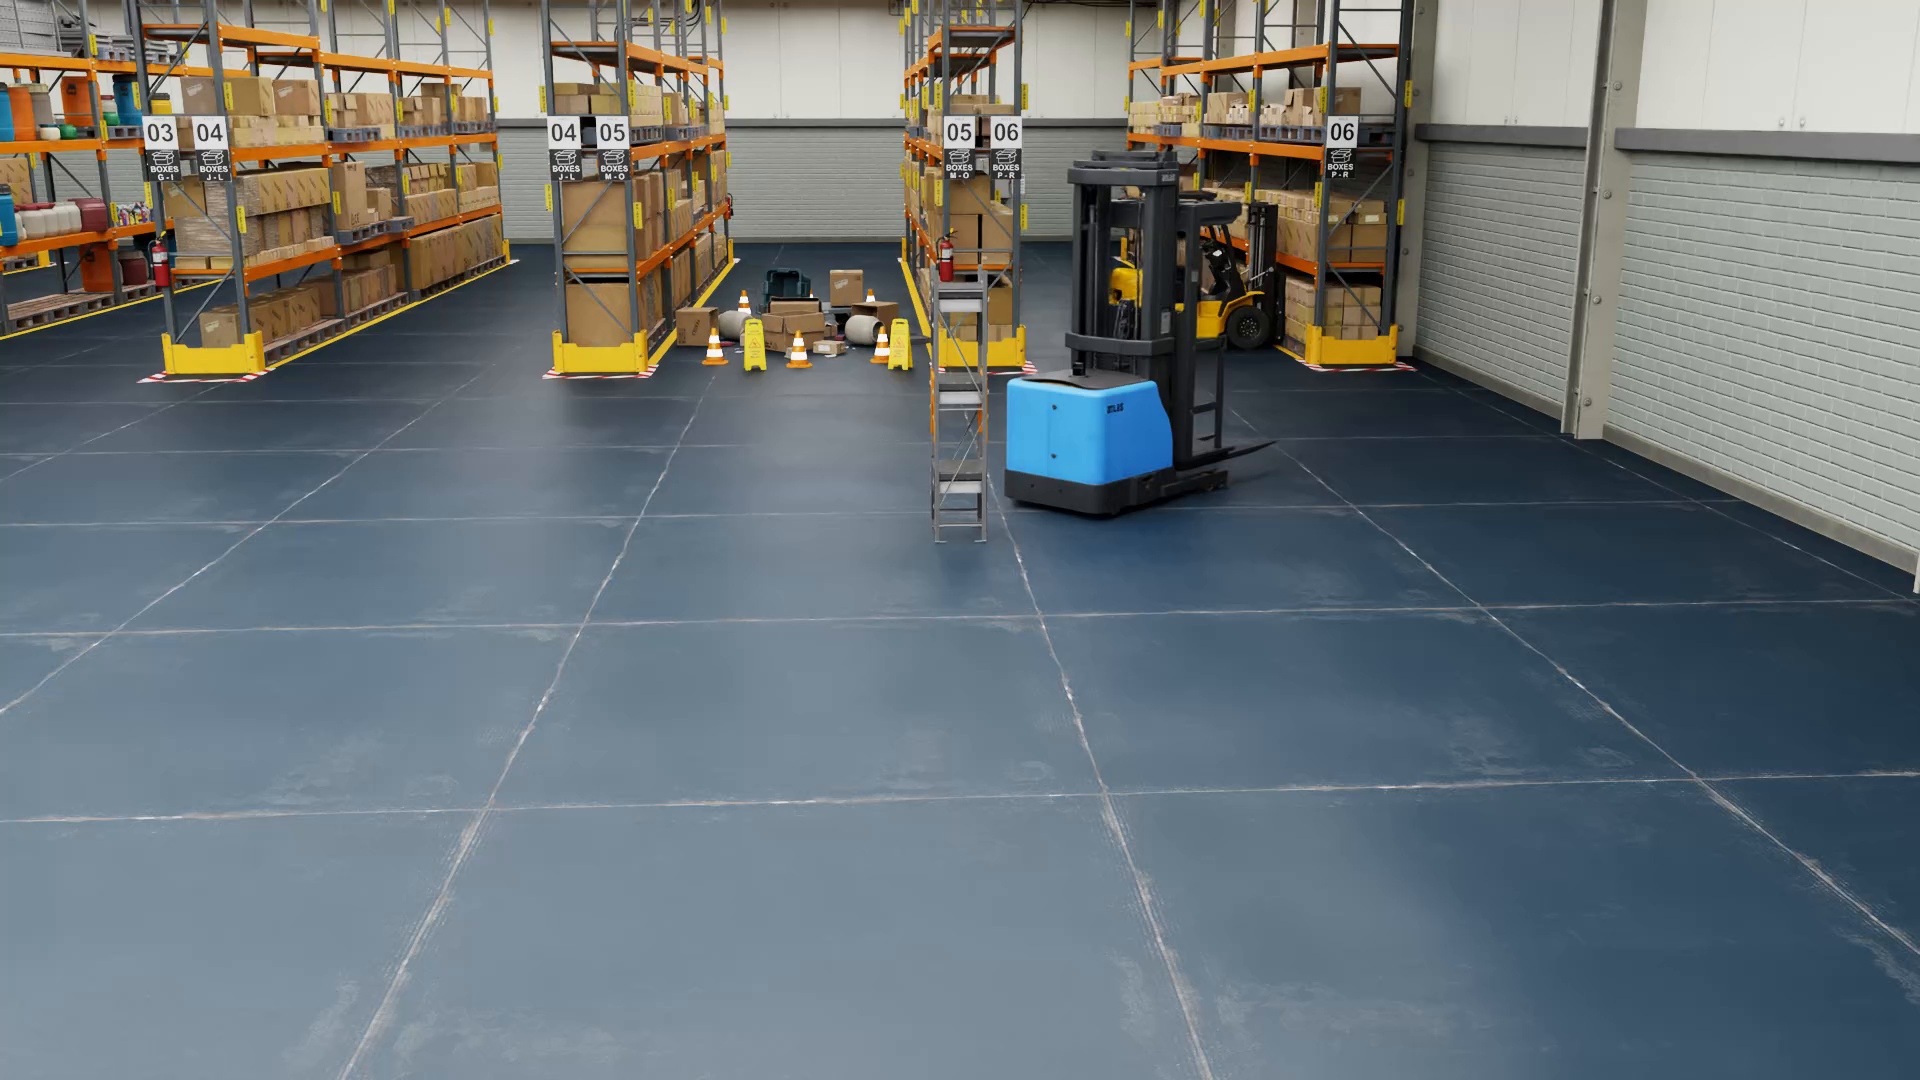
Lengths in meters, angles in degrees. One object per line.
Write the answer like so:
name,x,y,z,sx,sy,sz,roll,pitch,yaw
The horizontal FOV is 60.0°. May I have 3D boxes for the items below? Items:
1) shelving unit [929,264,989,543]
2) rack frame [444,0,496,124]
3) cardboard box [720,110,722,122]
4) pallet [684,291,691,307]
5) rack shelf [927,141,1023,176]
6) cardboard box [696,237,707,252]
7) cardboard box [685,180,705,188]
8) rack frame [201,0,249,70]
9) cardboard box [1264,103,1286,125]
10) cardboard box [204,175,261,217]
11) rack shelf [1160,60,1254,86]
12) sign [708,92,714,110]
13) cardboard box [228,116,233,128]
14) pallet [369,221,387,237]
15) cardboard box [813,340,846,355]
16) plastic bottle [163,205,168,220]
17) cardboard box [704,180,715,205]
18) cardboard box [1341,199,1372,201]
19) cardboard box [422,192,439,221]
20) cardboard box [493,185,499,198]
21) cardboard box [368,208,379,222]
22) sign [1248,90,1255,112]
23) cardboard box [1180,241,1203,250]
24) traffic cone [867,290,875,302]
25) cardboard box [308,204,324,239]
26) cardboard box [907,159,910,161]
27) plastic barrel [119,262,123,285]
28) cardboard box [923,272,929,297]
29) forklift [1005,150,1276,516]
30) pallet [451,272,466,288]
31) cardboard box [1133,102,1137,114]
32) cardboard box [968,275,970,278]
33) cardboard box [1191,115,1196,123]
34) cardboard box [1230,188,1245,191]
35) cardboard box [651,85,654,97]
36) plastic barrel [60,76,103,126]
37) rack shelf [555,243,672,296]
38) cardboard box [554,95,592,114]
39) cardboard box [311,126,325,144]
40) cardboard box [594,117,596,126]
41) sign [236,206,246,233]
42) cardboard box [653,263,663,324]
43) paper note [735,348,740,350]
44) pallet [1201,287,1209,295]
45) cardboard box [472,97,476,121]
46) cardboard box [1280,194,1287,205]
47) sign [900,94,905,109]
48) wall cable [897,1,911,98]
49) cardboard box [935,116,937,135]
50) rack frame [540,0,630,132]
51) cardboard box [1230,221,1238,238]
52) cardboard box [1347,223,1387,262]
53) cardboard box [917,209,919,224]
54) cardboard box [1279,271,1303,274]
shelving unit,-0.010,-1.058,12.925,0.431,2.100,0.503,-1,14,-3
rack frame,-10.604,-10.499,35.773,1.000,3.000,0.127,-1,14,-3
cardboard box,-5.332,-9.030,35.379,0.500,0.250,0.500,-1,14,-5
pallet,-5.178,-4.108,28.568,1.003,0.211,1.213,-1,14,-3
rack shelf,0.154,-5.369,23.299,1.077,0.370,4.000,-1,14,-3
cardboard box,-5.036,-5.566,31.307,0.500,0.250,0.500,-2,15,-6
cardboard box,-5.180,-6.923,32.383,0.380,0.149,0.250,0,14,-1
rack frame,-15.547,-10.423,35.476,1.000,3.000,0.127,-1,14,-3
cardboard box,4.793,-6.291,24.571,0.500,0.311,0.500,-1,14,-2
cardboard box,-9.375,-4.432,21.429,0.500,0.500,0.500,-1,14,-3
rack shelf,4.613,-8.695,31.009,1.077,0.370,4.000,-1,14,-3
sign,-4.846,-8.554,32.403,0.100,0.325,0.005,-1,14,-3
cardboard box,-9.399,-5.260,20.930,0.380,0.149,0.250,-1,14,-4
pallet,-9.945,-5.020,26.901,1.003,0.211,1.213,-1,14,-3
cardboard box,-1.819,-2.681,23.150,0.380,0.149,0.250,7,16,26
plastic bottle,-14.890,-6.120,31.040,0.152,0.276,0.135,-1,14,-3
cardboard box,-5.179,-6.970,33.298,0.500,0.500,0.500,-1,14,-4
cardboard box,5.412,-4.570,22.667,0.380,0.149,0.250,-1,14,-2
cardboard box,-9.965,-6.158,30.738,0.500,0.500,0.500,-1,14,-3
cardboard box,-10.309,-7.549,36.050,0.500,0.250,0.500,-1,14,-4
cardboard box,-9.736,-5.332,27.156,0.396,0.266,0.258,-1,14,-5
sign,4.443,-6.685,25.298,0.100,0.325,0.005,-1,14,-3
cardboard box,4.399,-5.591,31.608,0.380,0.149,0.250,-2,15,-6
traffic cone,-1.444,-3.821,26.947,0.336,0.463,0.334,-1,14,-3
cardboard box,-9.894,-4.689,24.433,0.875,0.500,0.500,-1,14,-3
cardboard box,-0.834,-7.650,34.534,0.500,0.500,0.500,-1,14,-3
plastic barrel,-15.223,-4.787,29.760,0.421,0.512,0.421,0,14,0
cardboard box,-0.139,-4.364,28.398,0.950,0.372,0.625,-1,14,-5
forklift,1.741,-1.919,14.603,1.130,2.935,3.031,13,19,40
pallet,-10.233,-5.058,32.260,1.003,0.211,1.213,-1,14,-3
cardboard box,4.030,-9.350,36.025,0.500,0.250,0.500,-1,14,-4
cardboard box,0.368,-3.728,24.665,0.500,0.500,0.500,-1,14,-2
cardboard box,4.428,-7.684,30.352,0.380,0.149,0.250,-1,14,-3
cardboard box,4.959,-6.119,29.288,0.380,0.149,0.250,0,14,-2
cardboard box,-4.499,-6.292,23.301,0.380,0.149,0.250,-1,14,-3
plastic barrel,-15.084,-7.533,28.560,0.600,0.830,0.708,-1,14,-3
rack shelf,-4.780,-3.815,23.278,1.077,0.370,4.000,-1,14,-3
cardboard box,-4.965,-5.559,21.254,0.500,0.250,0.500,-1,14,-3
cardboard box,-9.572,-5.880,24.141,0.500,0.250,0.500,0,14,-1
cardboard box,-5.093,-5.642,22.377,0.380,0.149,0.250,-1,14,-3
sign,-9.071,-4.042,20.980,0.100,0.325,0.005,-1,14,-3
cardboard box,-4.935,-3.678,24.722,0.875,0.875,0.875,-1,14,-3
paper note,-3.153,-2.701,23.504,0.032,0.001,0.123,7,16,26
pallet,4.749,-4.279,29.233,1.003,0.211,1.213,-1,14,-3
cardboard box,-10.604,-9.076,35.019,0.700,0.500,0.500,-1,14,-5
cardboard box,4.867,-4.944,24.121,0.380,0.149,0.250,-1,14,-4
sign,-1.267,-9.654,36.595,0.100,0.325,0.005,-1,14,-3
wall cable,-1.347,-12.062,41.849,0.463,3.000,0.029,-1,14,-3
cardboard box,-0.089,-5.669,22.723,0.500,0.250,0.500,0,14,-2
rack frame,-4.656,-6.571,20.507,1.000,3.000,0.127,-1,14,-3
cardboard box,4.655,-5.014,26.793,0.500,0.250,0.500,-1,14,-4
cardboard box,5.479,-4.021,22.434,0.500,0.500,0.500,0,14,-2
cardboard box,-0.508,-5.806,29.874,0.500,0.250,0.500,-1,14,-5
cardboard box,4.765,-3.820,24.522,0.500,0.250,0.500,0,14,-2
